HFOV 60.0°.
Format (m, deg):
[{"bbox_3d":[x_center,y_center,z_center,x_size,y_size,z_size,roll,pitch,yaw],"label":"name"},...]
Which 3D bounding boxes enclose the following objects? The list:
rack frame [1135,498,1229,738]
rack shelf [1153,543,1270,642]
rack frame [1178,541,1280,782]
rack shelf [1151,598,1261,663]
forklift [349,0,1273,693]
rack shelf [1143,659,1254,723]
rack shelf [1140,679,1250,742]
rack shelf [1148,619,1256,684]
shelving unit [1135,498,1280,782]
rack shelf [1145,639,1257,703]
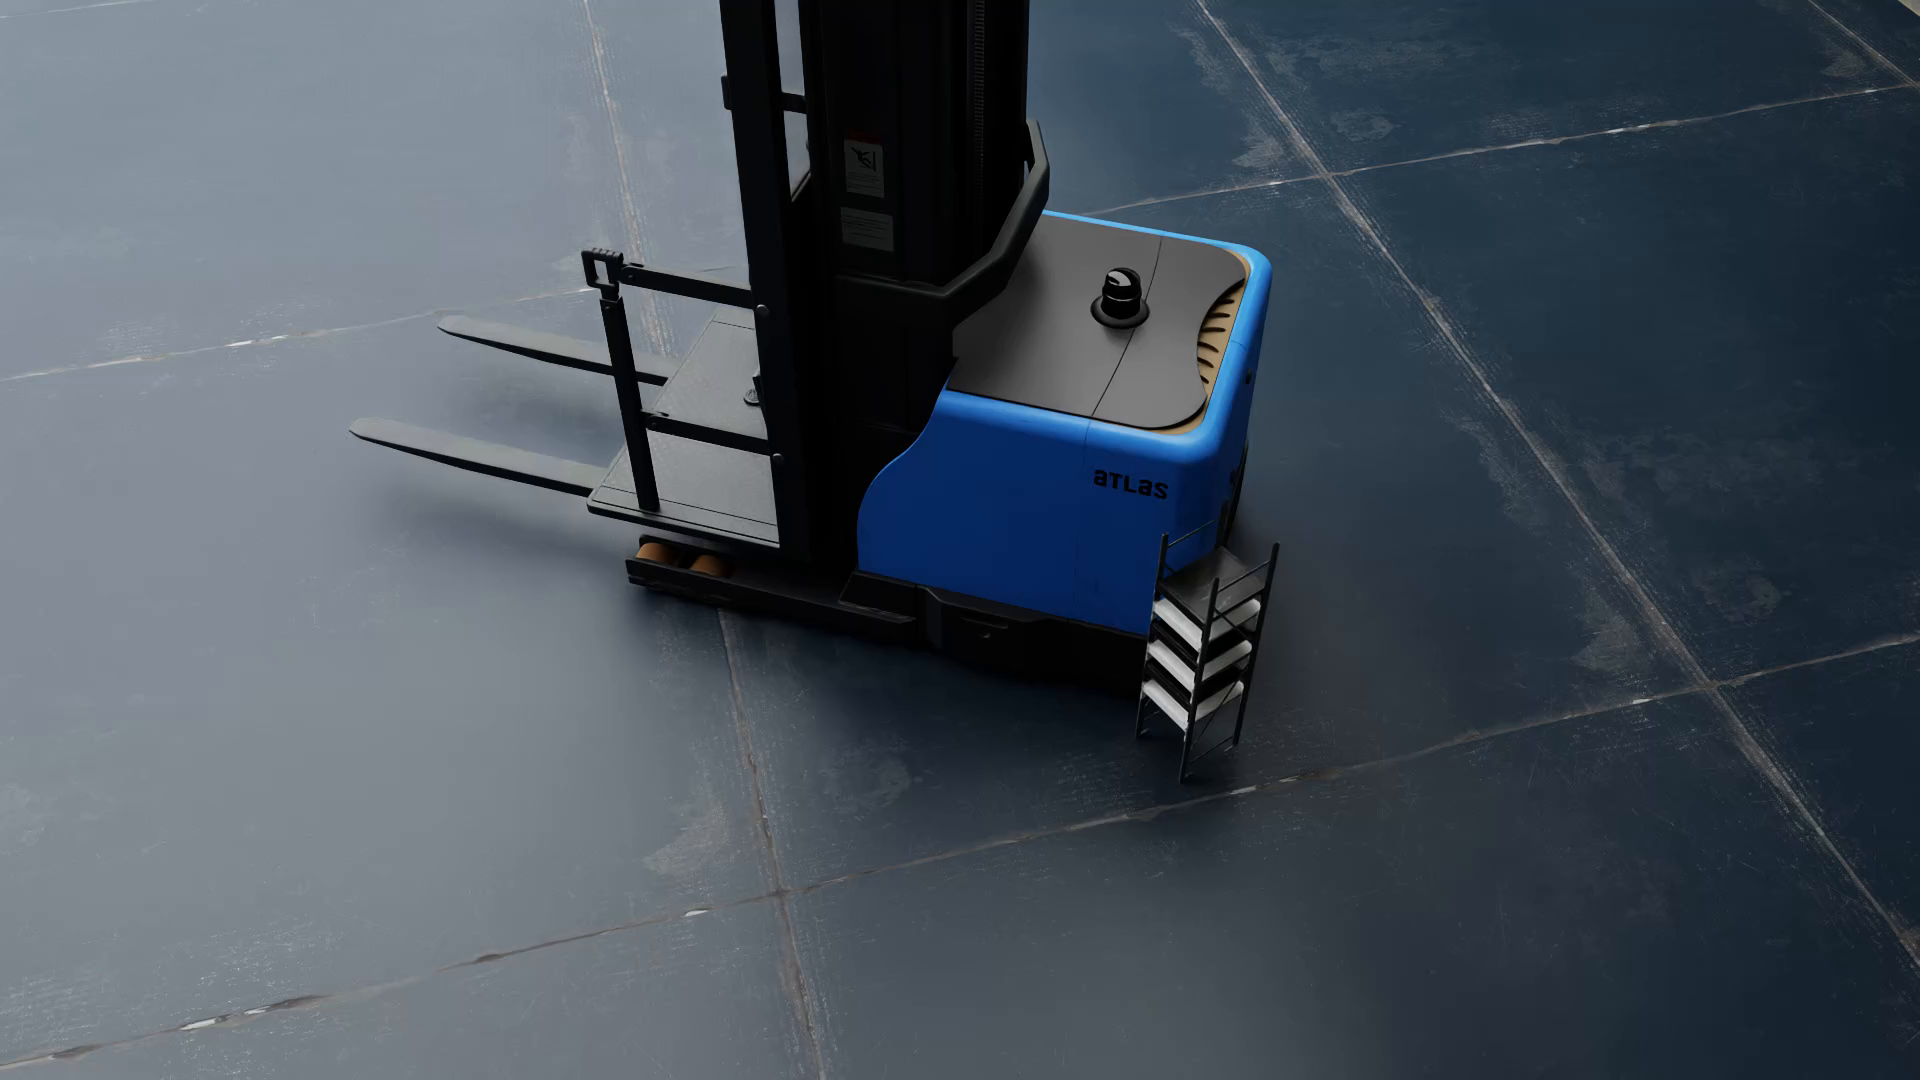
[{"bbox_3d":[0.642,0.249,4.873,0.240,0.900,0.006,-28,52,-24],"label":"rack frame"},{"bbox_3d":[0.704,0.144,4.646,0.258,0.077,0.200,-28,52,-24],"label":"rack shelf"},{"bbox_3d":[0.762,0.368,4.759,0.240,0.900,0.006,-28,52,-24],"label":"rack frame"},{"bbox_3d":[0.703,0.207,4.710,0.258,0.077,0.200,-28,52,-24],"label":"rack shelf"},{"bbox_3d":[-0.597,-1.160,4.834,3.031,2.935,1.130,13,47,12],"label":"forklift"},{"bbox_3d":[0.701,0.394,4.905,0.258,0.077,0.200,-28,52,-24],"label":"rack shelf"},{"bbox_3d":[0.701,0.456,4.970,0.258,0.077,0.200,-28,52,-24],"label":"rack shelf"},{"bbox_3d":[0.703,0.269,4.775,0.258,0.077,0.200,-28,52,-24],"label":"rack shelf"},{"bbox_3d":[0.702,0.308,4.816,0.258,0.900,0.210,-28,52,-24],"label":"shelving unit"},{"bbox_3d":[0.702,0.332,4.840,0.258,0.077,0.200,-28,52,-24],"label":"rack shelf"}]
